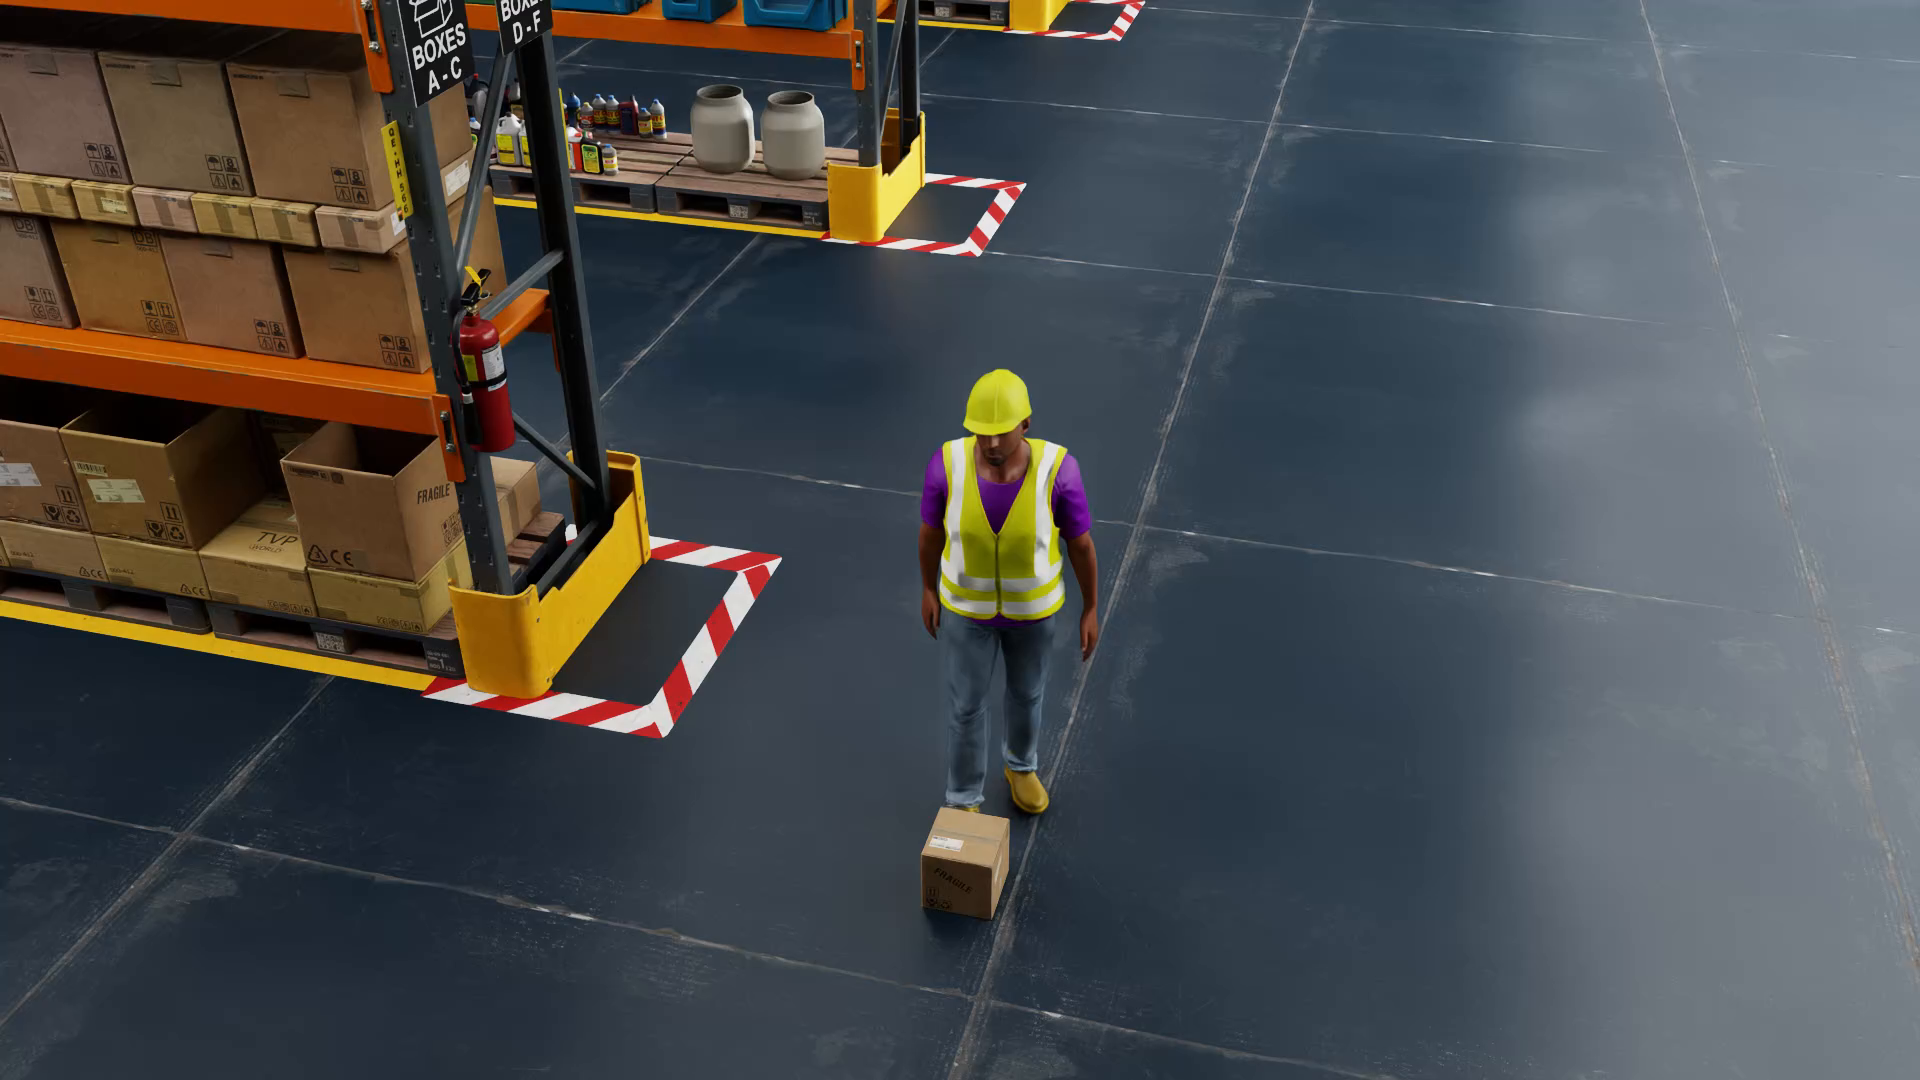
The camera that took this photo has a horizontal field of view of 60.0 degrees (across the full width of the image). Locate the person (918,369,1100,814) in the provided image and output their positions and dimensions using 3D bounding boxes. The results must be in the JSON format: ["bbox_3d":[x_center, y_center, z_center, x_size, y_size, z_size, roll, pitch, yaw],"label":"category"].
[{"bbox_3d":[0.163,0.266,5.684,0.634,1.769,0.550,2,33,3],"label":"person"}]
